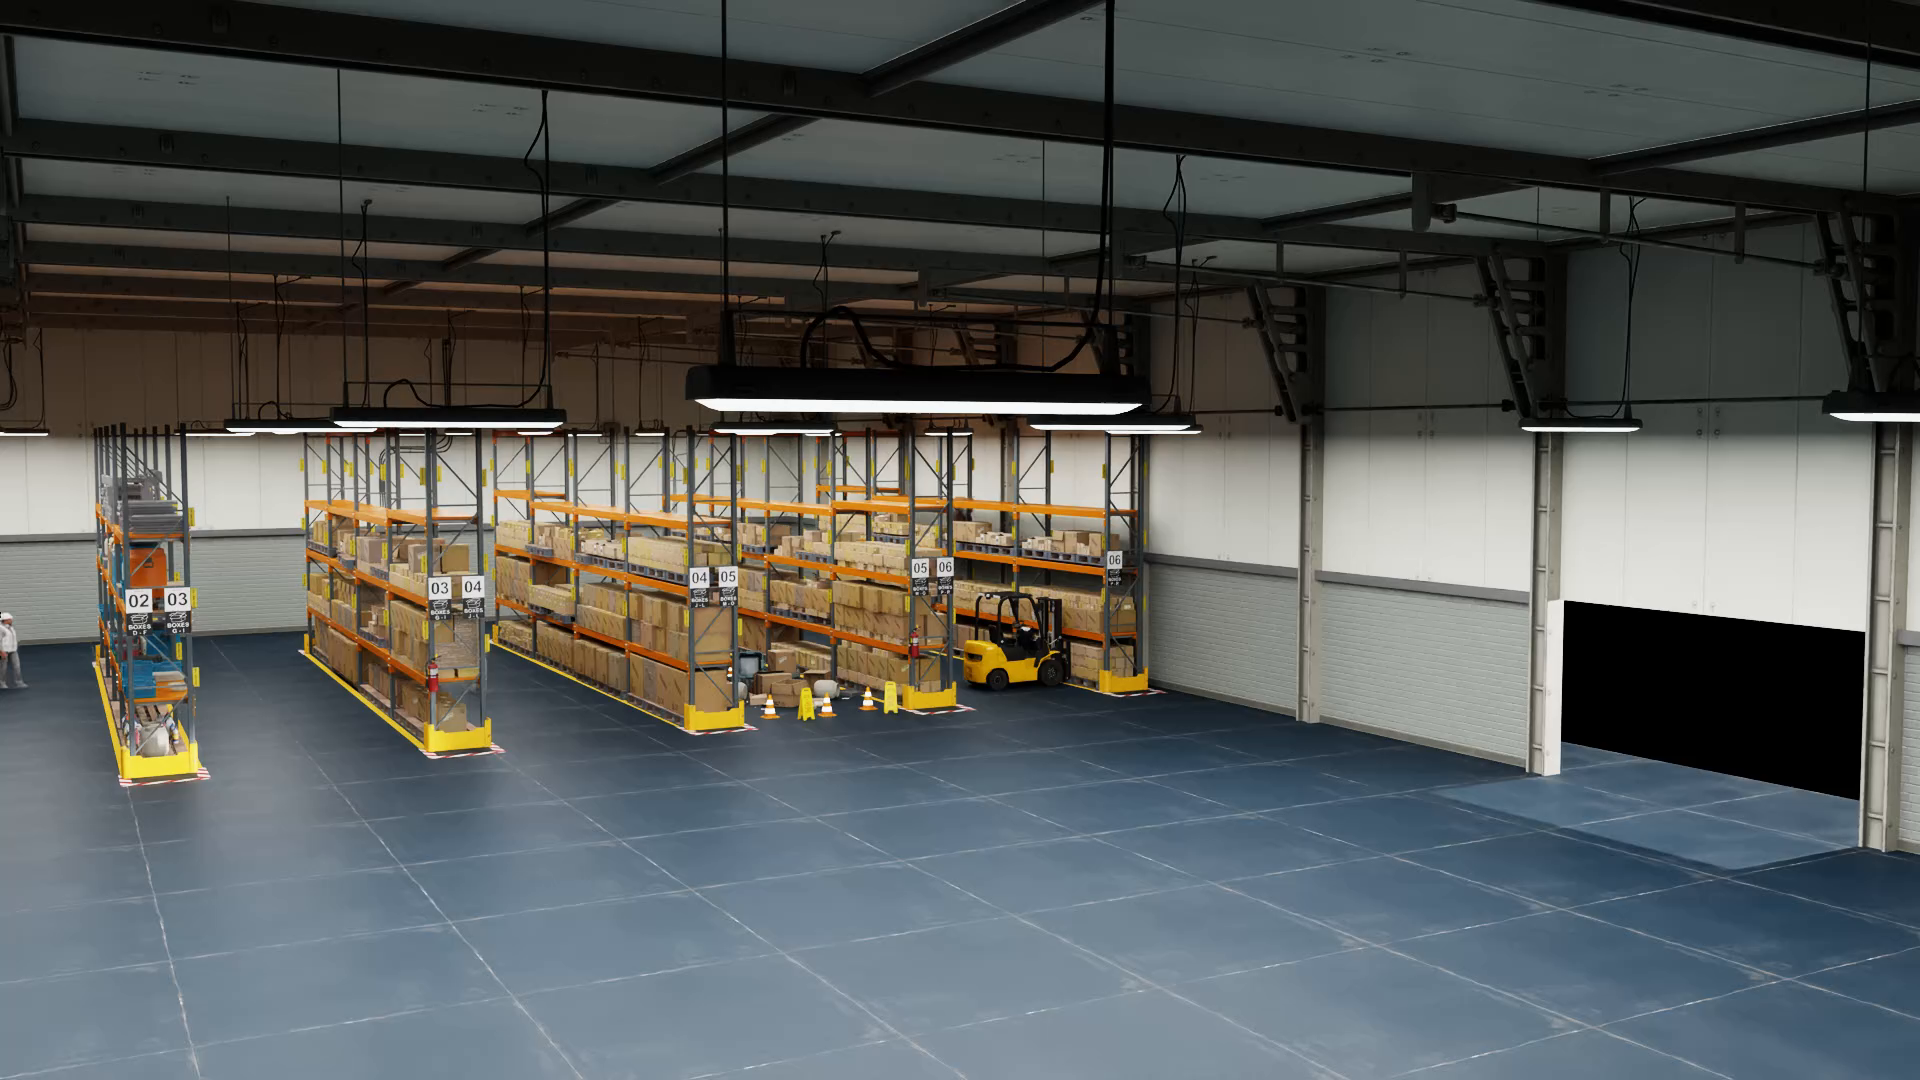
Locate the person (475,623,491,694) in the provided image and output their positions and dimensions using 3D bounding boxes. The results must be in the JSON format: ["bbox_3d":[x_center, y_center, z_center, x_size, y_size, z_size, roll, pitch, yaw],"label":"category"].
[{"bbox_3d":[-10.799,2.643,37.638,0.529,1.695,0.517,0,3,6],"label":"person"}]

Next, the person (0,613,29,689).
[{"bbox_3d":[-21.786,2.541,38.068,0.655,1.768,0.561,2,4,24],"label":"person"}]
